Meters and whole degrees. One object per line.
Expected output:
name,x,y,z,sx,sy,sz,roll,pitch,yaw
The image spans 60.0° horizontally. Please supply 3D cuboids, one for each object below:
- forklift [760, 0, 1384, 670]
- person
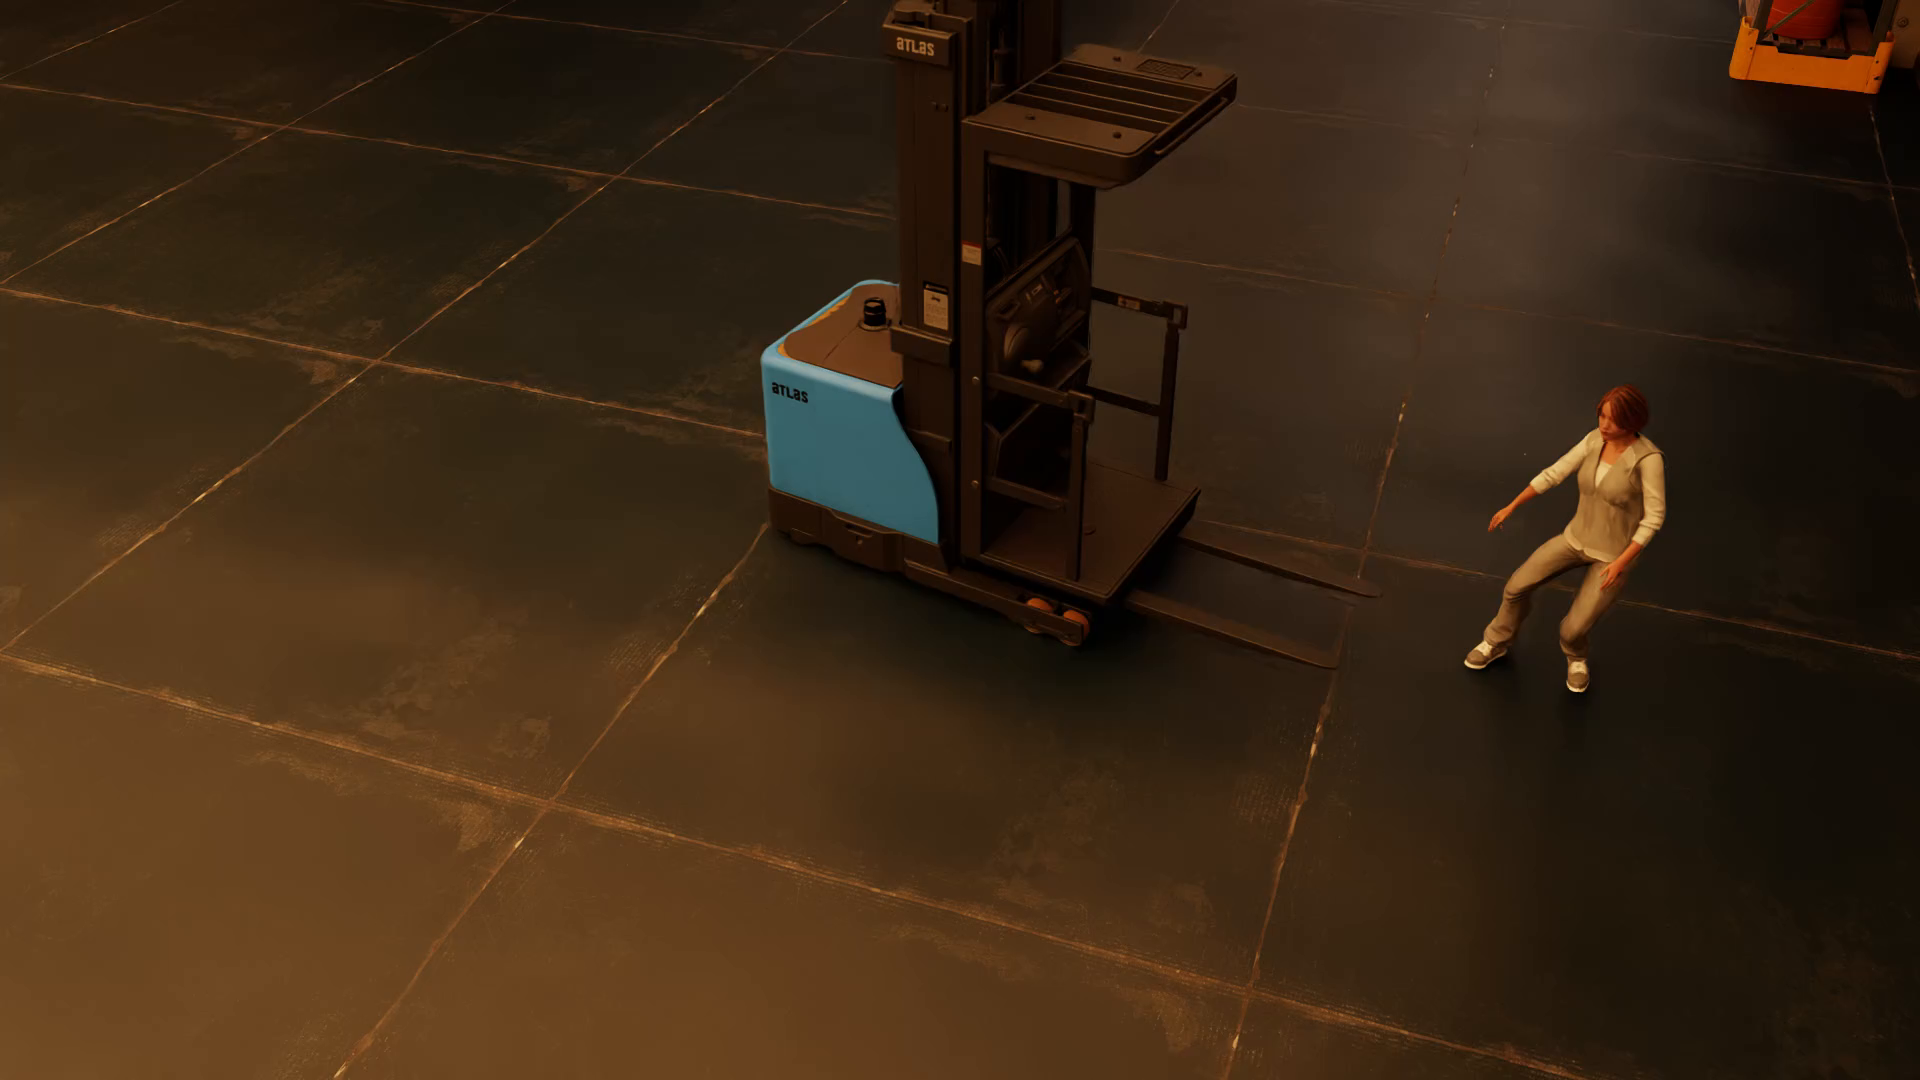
forklift,0.543,-1.043,7.582,3.031,2.935,1.130,19,39,24
person,2.683,0.009,7.323,0.522,1.503,0.651,-19,39,-24
